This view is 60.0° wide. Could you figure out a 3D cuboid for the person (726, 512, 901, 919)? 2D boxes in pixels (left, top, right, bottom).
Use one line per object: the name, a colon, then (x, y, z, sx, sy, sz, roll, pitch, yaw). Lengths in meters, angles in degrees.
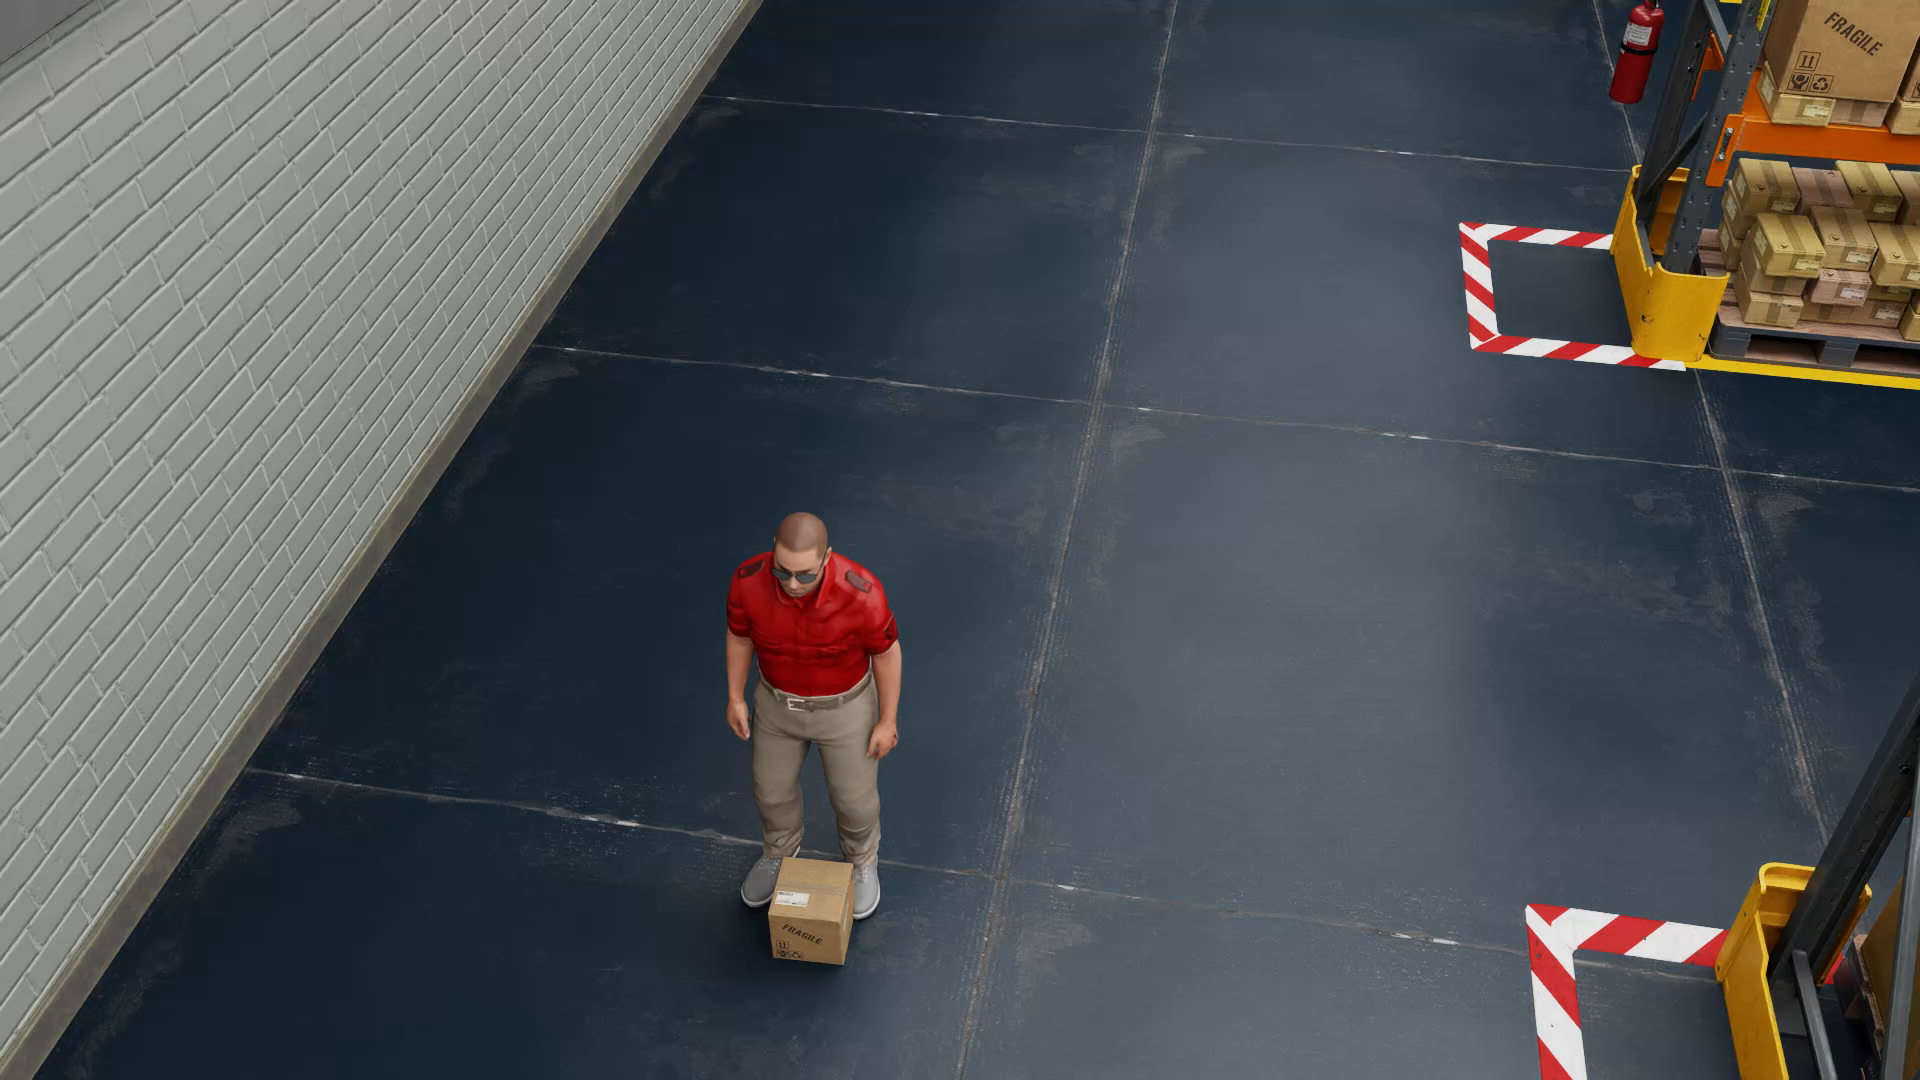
person: (-0.485, 0.563, 5.503, 0.586, 1.727, 0.395, 7, 41, 8)
